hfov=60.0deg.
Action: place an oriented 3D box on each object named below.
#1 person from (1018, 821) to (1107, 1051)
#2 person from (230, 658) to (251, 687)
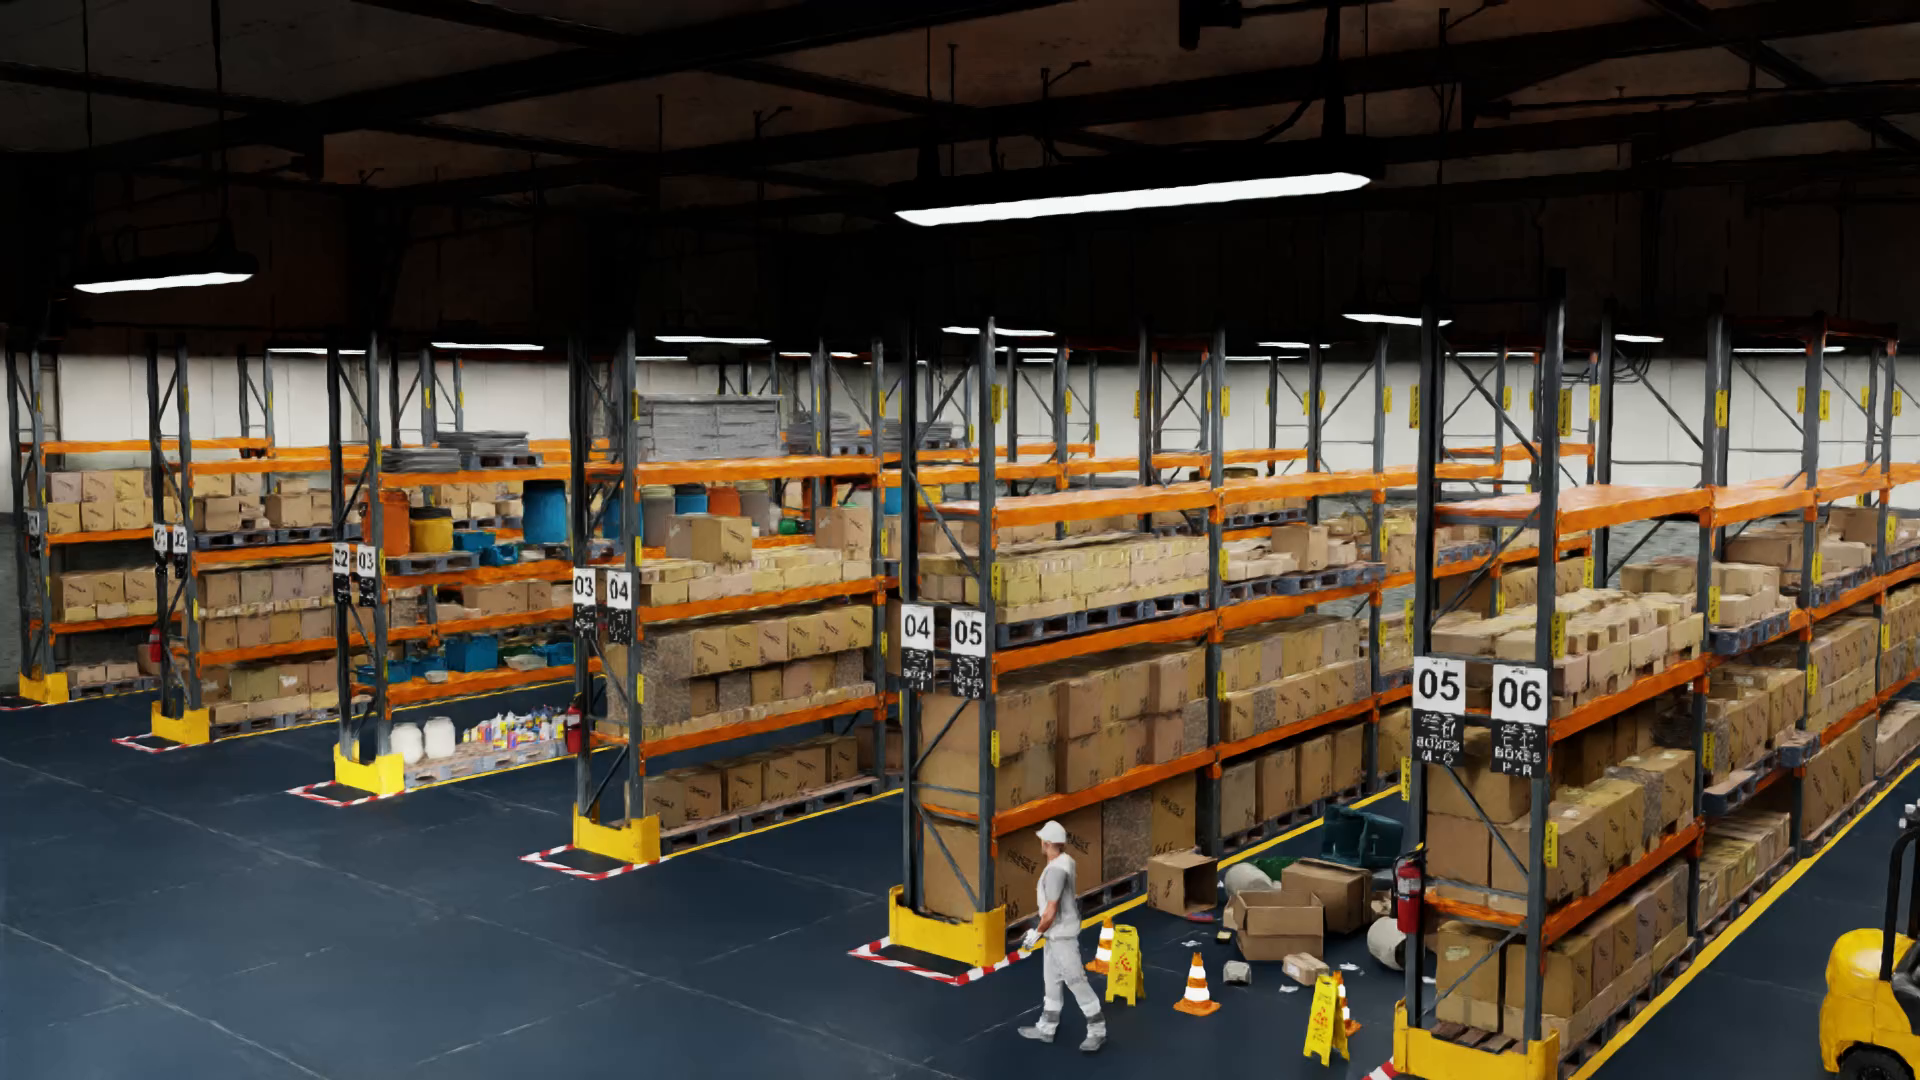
[{"bbox_3d":[0.829,3.107,13.109,0.668,1.784,0.557,1,5,6],"label":"person"},{"bbox_3d":[-12.424,1.696,28.753,0.444,1.769,0.569,1,5,12],"label":"person"}]
